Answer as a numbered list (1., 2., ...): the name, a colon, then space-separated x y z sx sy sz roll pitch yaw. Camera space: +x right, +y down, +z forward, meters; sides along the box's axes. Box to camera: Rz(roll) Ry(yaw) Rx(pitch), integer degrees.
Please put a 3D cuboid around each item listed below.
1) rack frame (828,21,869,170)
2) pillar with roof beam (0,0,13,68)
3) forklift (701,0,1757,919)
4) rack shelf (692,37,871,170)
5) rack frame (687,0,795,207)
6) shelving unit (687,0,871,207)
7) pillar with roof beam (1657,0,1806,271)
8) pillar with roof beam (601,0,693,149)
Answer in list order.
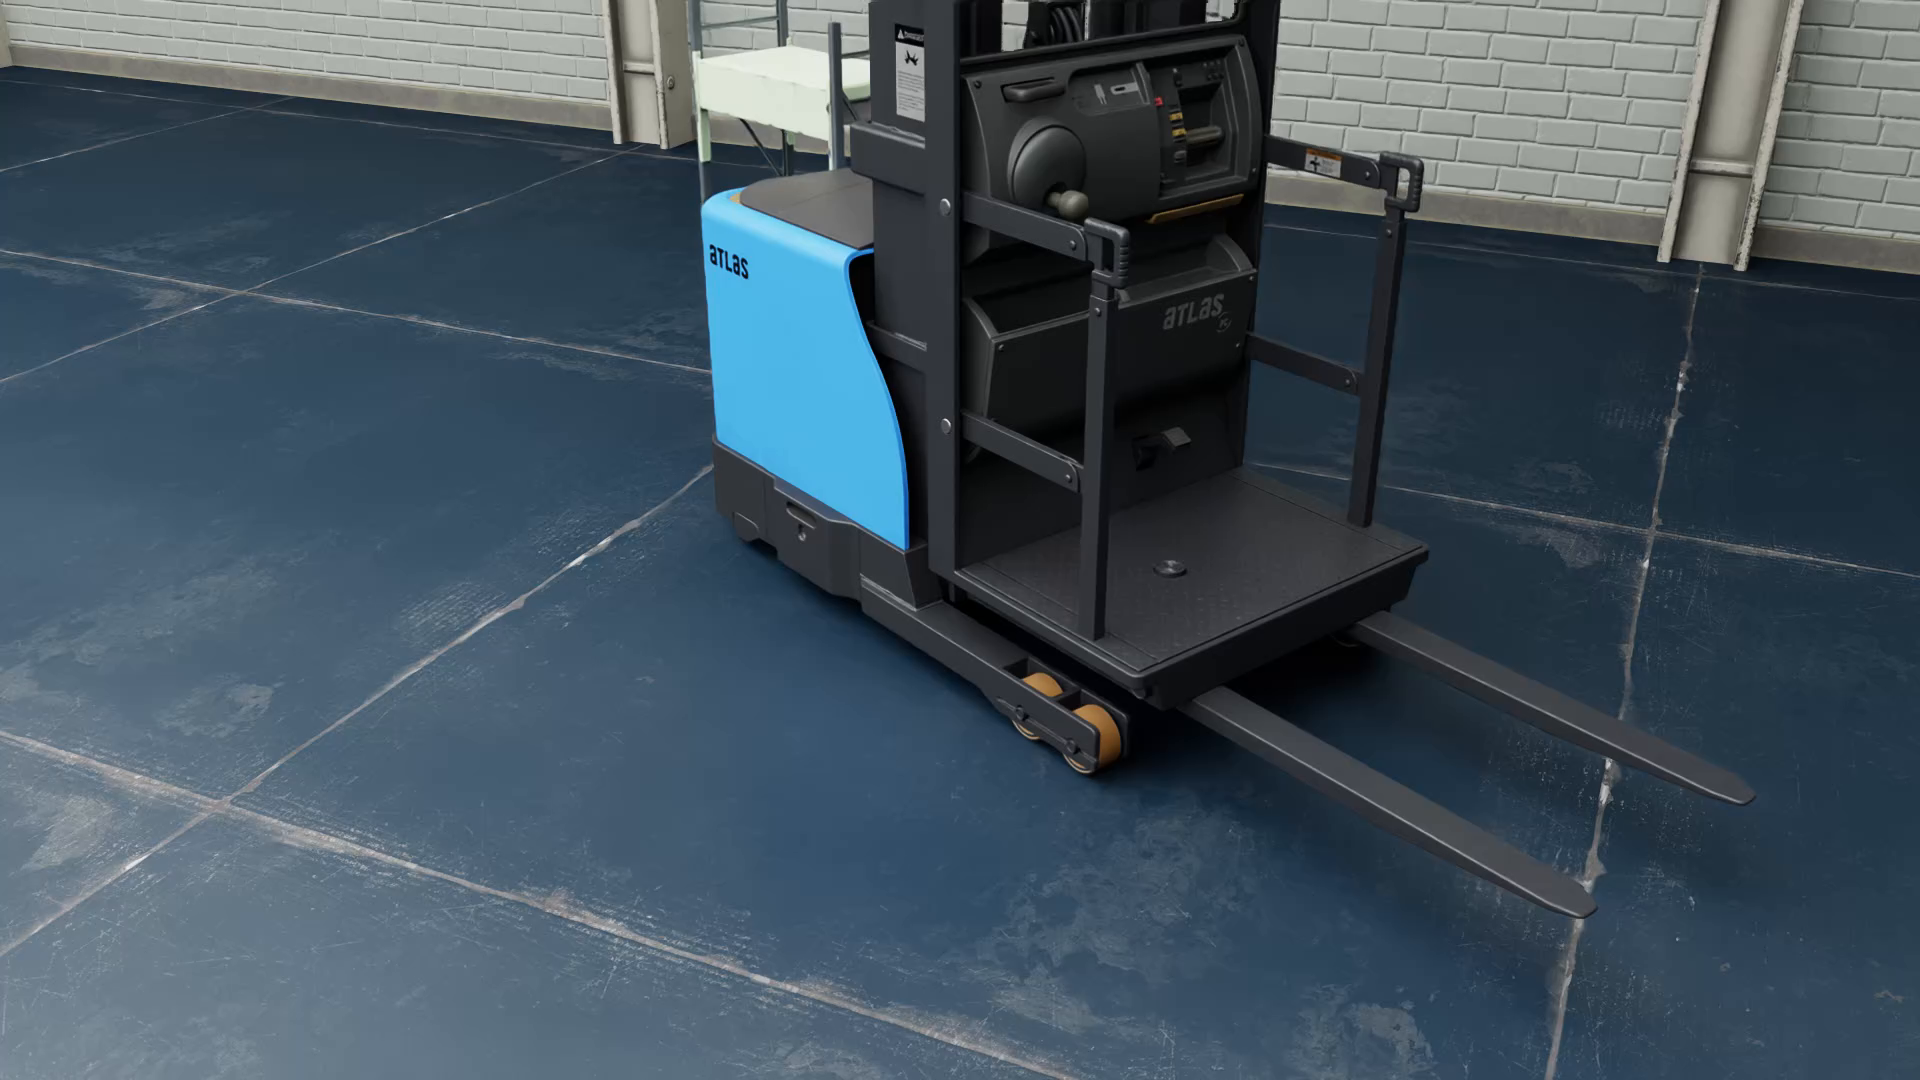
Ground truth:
1. rack frame: -0.249 -0.952 5.485 0.400 1.500 0.023 -23 34 -38
2. pillar with roof beam: -9.125 -5.861 6.967 0.400 9.000 9.100 11 28 22
3. forklift: 0.533 -0.991 3.945 1.130 2.935 3.031 -19 32 -34
4. rack shelf: -0.501 -1.419 5.551 0.431 0.370 0.720 -23 34 -38
5. rack frame: -0.753 -1.186 5.962 0.400 1.500 0.023 -23 34 -38
6. shelving unit: -0.501 -1.069 5.723 0.431 1.500 0.755 -23 34 -38
7. pillar with roof beam: 1.799 -3.667 2.510 0.400 9.000 9.100 11 28 22
8. pillar with roof beam: -3.663 -4.764 4.738 0.400 9.000 9.100 11 28 22
